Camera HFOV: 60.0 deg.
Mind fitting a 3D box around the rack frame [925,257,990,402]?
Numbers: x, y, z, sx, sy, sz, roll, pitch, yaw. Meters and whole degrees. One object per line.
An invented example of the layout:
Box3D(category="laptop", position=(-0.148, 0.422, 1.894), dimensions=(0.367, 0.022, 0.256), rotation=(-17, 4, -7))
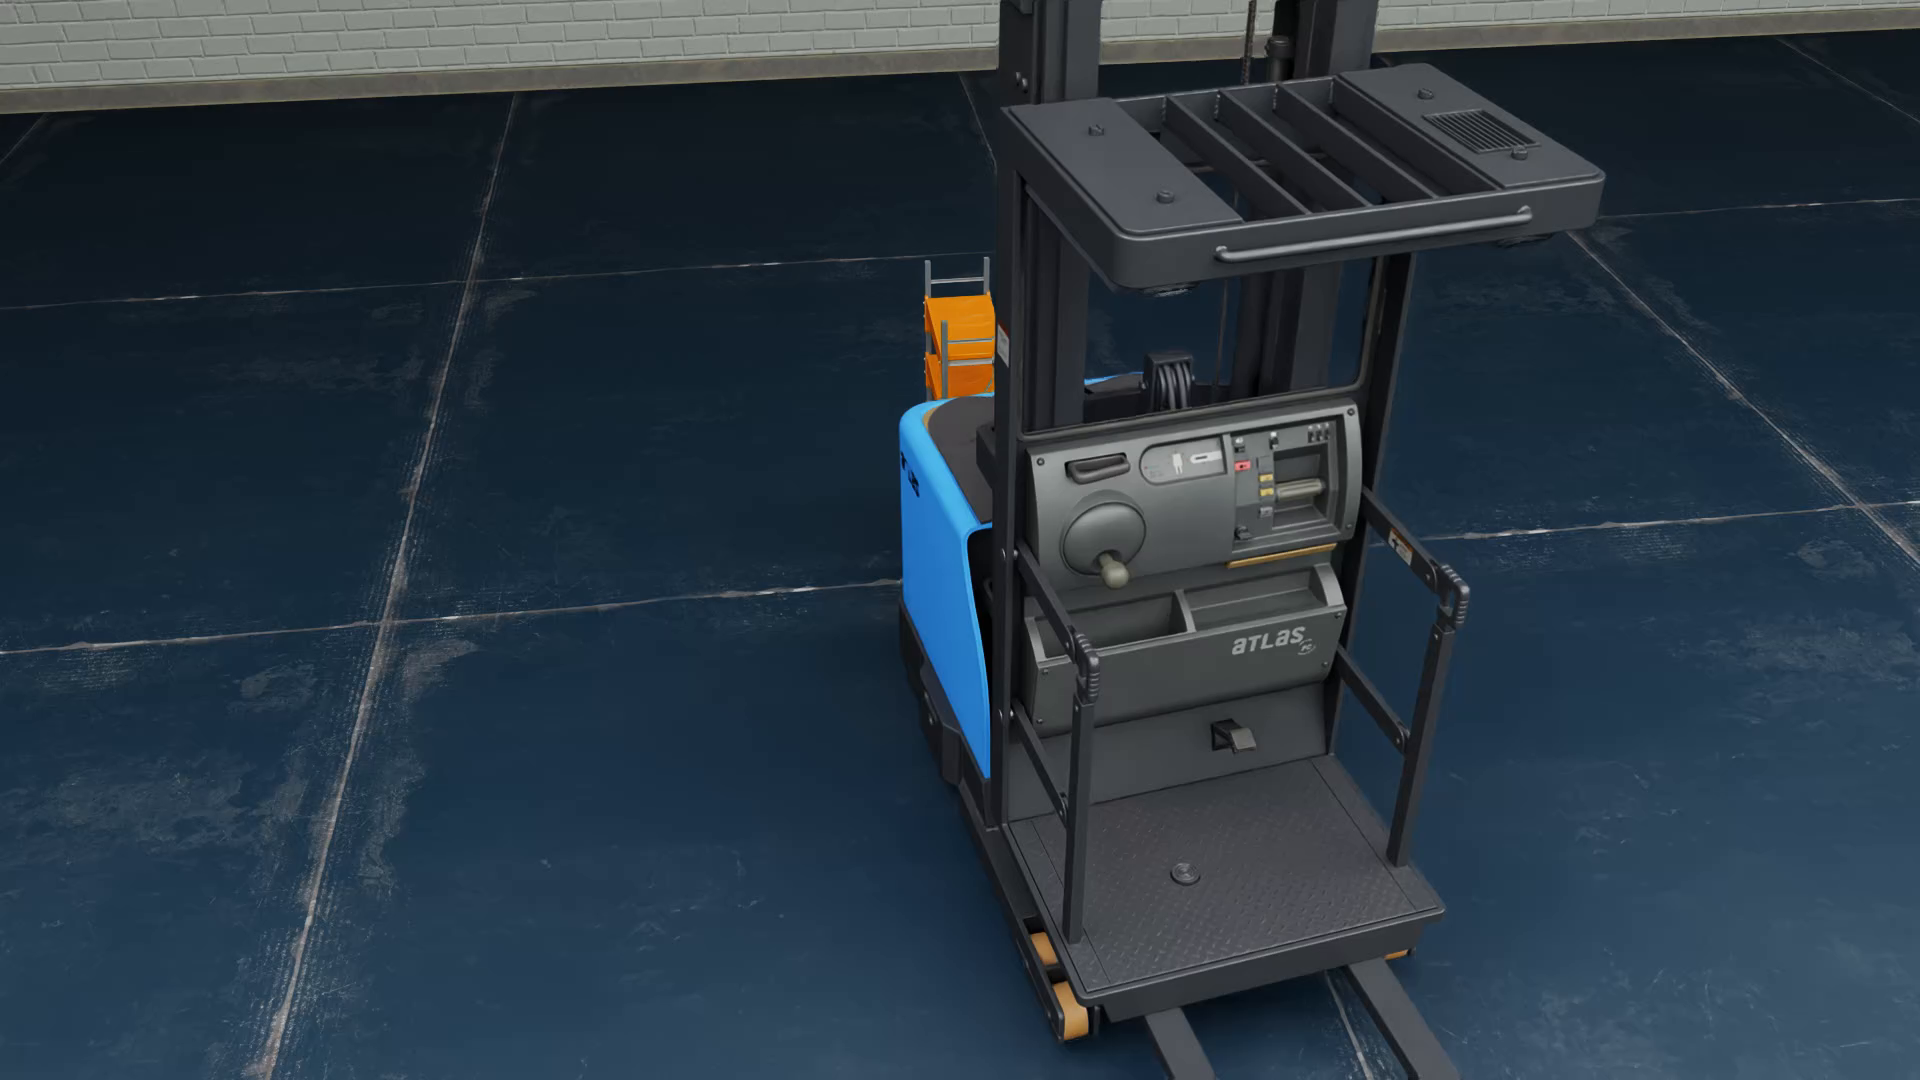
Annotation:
Box3D(category="rack frame", position=(-0.011, -0.540, 6.476), dimensions=(0.240, 1.200, 0.015), rotation=(-4, 35, -6))

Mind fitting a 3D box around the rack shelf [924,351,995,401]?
Box3D(category="rack shelf", position=(0.022, -0.533, 6.188), dimensions=(0.258, 0.148, 0.480), rotation=(-4, 35, -6))

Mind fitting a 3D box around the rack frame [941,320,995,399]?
Box3D(category="rack frame", position=(0.055, -0.267, 6.077), dimensions=(0.240, 1.200, 0.015), rotation=(-4, 35, -6))

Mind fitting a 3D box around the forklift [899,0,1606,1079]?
Box3D(category="forklift", position=(0.698, -0.058, 4.232), dimensions=(1.130, 2.935, 3.031), rotation=(-10, 35, -14))

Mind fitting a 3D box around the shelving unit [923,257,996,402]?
Box3D(category="shelving unit", position=(0.022, -0.403, 6.277), dimensions=(0.258, 1.200, 0.503), rotation=(-4, 35, -6))

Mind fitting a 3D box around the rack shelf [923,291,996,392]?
Box3D(category="rack shelf", position=(0.022, -0.728, 6.055), dimensions=(0.258, 0.148, 0.480), rotation=(-4, 35, -6))
